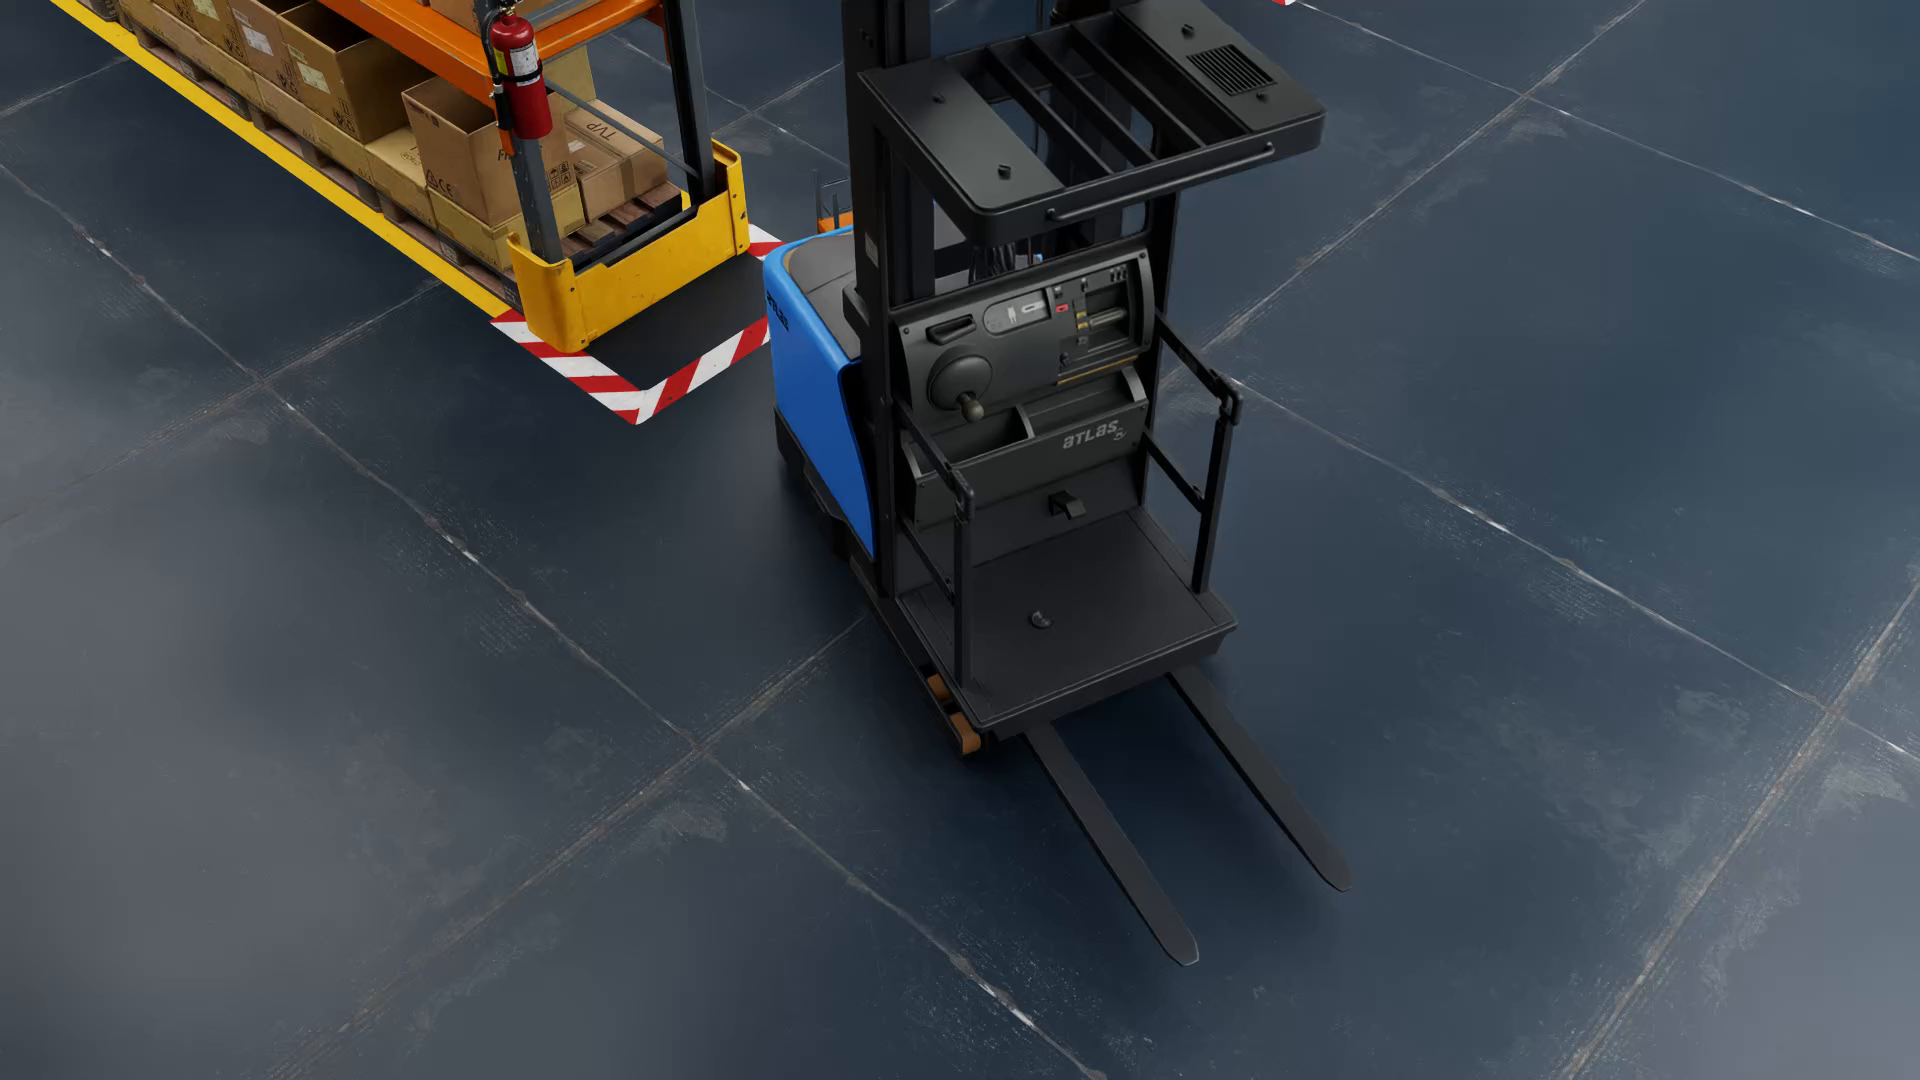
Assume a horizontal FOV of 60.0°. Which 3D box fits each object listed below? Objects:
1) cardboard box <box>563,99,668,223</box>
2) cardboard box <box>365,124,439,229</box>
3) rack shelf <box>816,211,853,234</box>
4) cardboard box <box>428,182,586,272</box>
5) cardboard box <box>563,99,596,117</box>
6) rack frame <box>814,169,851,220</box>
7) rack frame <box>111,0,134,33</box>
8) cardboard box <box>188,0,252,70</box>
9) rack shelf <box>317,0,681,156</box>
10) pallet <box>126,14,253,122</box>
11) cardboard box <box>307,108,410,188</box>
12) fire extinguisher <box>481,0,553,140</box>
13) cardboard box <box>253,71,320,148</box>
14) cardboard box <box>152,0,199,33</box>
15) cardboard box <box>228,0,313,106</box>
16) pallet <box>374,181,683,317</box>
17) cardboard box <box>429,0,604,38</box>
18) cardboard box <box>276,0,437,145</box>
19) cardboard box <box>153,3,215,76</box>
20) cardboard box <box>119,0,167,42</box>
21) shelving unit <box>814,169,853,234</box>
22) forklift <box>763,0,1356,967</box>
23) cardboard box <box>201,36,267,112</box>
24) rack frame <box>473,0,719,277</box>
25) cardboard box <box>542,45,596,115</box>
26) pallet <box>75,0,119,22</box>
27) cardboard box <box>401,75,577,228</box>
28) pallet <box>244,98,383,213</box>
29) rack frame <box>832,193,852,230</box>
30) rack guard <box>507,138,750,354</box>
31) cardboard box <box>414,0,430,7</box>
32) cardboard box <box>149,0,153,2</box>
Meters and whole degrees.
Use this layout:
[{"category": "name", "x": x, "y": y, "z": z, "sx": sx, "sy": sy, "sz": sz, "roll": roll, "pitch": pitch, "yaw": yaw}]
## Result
[{"category": "cardboard box", "x": -1.794, "y": -1.861, "z": 8.147, "sx": 0.500, "sy": 0.250, "sz": 0.500, "roll": 34, "pitch": 55, "yaw": 28}, {"category": "cardboard box", "x": -2.521, "y": -1.825, "z": 8.112, "sx": 0.500, "sy": 0.250, "sz": 0.500, "roll": 34, "pitch": 55, "yaw": 28}, {"category": "rack shelf", "x": -0.431, "y": -1.250, "z": 6.776, "sx": 0.258, "sy": 0.103, "sz": 0.180, "roll": -20, "pitch": 50, "yaw": -18}, {"category": "cardboard box", "x": -2.145, "y": -1.584, "z": 7.886, "sx": 0.500, "sy": 0.250, "sz": 0.500, "roll": 34, "pitch": 55, "yaw": 28}, {"category": "cardboard box", "x": -2.164, "y": -2.107, "z": 8.377, "sx": 0.500, "sy": 0.250, "sz": 0.500, "roll": 34, "pitch": 55, "yaw": 28}, {"category": "rack frame", "x": -0.472, "y": -1.093, "z": 7.062, "sx": 0.240, "sy": 1.200, "sz": 0.006, "roll": -20, "pitch": 50, "yaw": -18}, {"category": "rack frame", "x": -4.490, "y": -4.252, "z": 8.794, "sx": 0.127, "sy": 3.000, "sz": 1.000, "roll": 34, "pitch": 55, "yaw": 28}, {"category": "cardboard box", "x": -3.627, "y": -2.820, "z": 8.533, "sx": 0.500, "sy": 0.500, "sz": 0.500, "roll": 34, "pitch": 55, "yaw": 28}, {"category": "rack shelf", "x": -3.021, "y": -3.017, "z": 8.127, "sx": 4.000, "sy": 0.370, "sz": 1.077, "roll": 34, "pitch": 55, "yaw": 28}, {"category": "pallet", "x": -3.934, "y": -2.882, "z": 9.420, "sx": 1.213, "sy": 0.211, "sz": 1.003, "roll": 34, "pitch": 55, "yaw": 28}, {"category": "cardboard box", "x": -2.889, "y": -2.071, "z": 8.344, "sx": 0.500, "sy": 0.250, "sz": 0.500, "roll": 34, "pitch": 55, "yaw": 28}, {"category": "fire extinguisher", "x": -1.779, "y": -1.941, "z": 6.676, "sx": 0.183, "sy": 0.674, "sz": 0.296, "roll": 34, "pitch": 55, "yaw": 28}, {"category": "cardboard box", "x": -3.256, "y": -2.319, "z": 8.577, "sx": 0.500, "sy": 0.250, "sz": 0.500, "roll": 34, "pitch": 55, "yaw": 28}, {"category": "cardboard box", "x": -3.989, "y": -3.072, "z": 8.769, "sx": 0.500, "sy": 0.500, "sz": 0.500, "roll": 34, "pitch": 55, "yaw": 28}, {"category": "cardboard box", "x": -3.258, "y": -2.574, "z": 8.301, "sx": 0.500, "sy": 0.500, "sz": 0.500, "roll": 34, "pitch": 55, "yaw": 28}, {"category": "pallet", "x": -2.141, "y": -1.676, "z": 8.287, "sx": 1.213, "sy": 0.211, "sz": 1.003, "roll": 34, "pitch": 55, "yaw": 28}, {"category": "cardboard box", "x": -1.885, "y": -2.546, "z": 7.123, "sx": 0.500, "sy": 0.500, "sz": 0.700, "roll": 34, "pitch": 55, "yaw": 28}, {"category": "cardboard box", "x": -2.892, "y": -2.326, "z": 8.069, "sx": 0.500, "sy": 0.500, "sz": 0.500, "roll": 34, "pitch": 55, "yaw": 28}, {"category": "cardboard box", "x": -3.991, "y": -2.813, "z": 9.040, "sx": 0.500, "sy": 0.250, "sz": 0.500, "roll": 34, "pitch": 55, "yaw": 28}, {"category": "cardboard box", "x": -4.355, "y": -3.063, "z": 9.275, "sx": 0.500, "sy": 0.250, "sz": 0.500, "roll": 34, "pitch": 55, "yaw": 28}, {"category": "shelving unit", "x": -0.431, "y": -1.034, "z": 7.006, "sx": 0.258, "sy": 1.200, "sz": 0.189, "roll": -20, "pitch": 50, "yaw": -18}, {"category": "forklift", "x": 0.329, "y": -0.589, "z": 5.401, "sx": 1.130, "sy": 2.935, "sz": 3.031, "roll": -20, "pitch": 50, "yaw": -18}, {"category": "cardboard box", "x": -3.627, "y": -2.563, "z": 8.806, "sx": 0.500, "sy": 0.250, "sz": 0.500, "roll": 34, "pitch": 55, "yaw": 28}, {"category": "rack frame", "x": -1.551, "y": -2.275, "z": 6.937, "sx": 0.127, "sy": 3.000, "sz": 1.000, "roll": 34, "pitch": 55, "yaw": 28}, {"category": "cardboard box", "x": -2.163, "y": -2.364, "z": 8.105, "sx": 0.500, "sy": 0.500, "sz": 0.500, "roll": 34, "pitch": 55, "yaw": 28}, {"category": "pallet", "x": -5.058, "y": -3.641, "z": 10.133, "sx": 1.213, "sy": 0.211, "sz": 1.003, "roll": 34, "pitch": 55, "yaw": 28}, {"category": "cardboard box", "x": -2.147, "y": -1.840, "z": 7.612, "sx": 0.500, "sy": 0.500, "sz": 0.500, "roll": 34, "pitch": 55, "yaw": 28}, {"category": "pallet", "x": -3.033, "y": -2.279, "z": 8.853, "sx": 1.213, "sy": 0.211, "sz": 1.003, "roll": 34, "pitch": 55, "yaw": 28}, {"category": "rack frame", "x": -0.390, "y": -0.974, "z": 6.950, "sx": 0.240, "sy": 1.200, "sz": 0.006, "roll": -20, "pitch": 50, "yaw": -18}, {"category": "rack guard", "x": -1.533, "y": -1.407, "z": 7.837, "sx": 0.348, "sy": 0.500, "sz": 1.175, "roll": 34, "pitch": 55, "yaw": 28}, {"category": "cardboard box", "x": -2.274, "y": -2.804, "z": 7.365, "sx": 0.500, "sy": 0.500, "sz": 0.700, "roll": 35, "pitch": 56, "yaw": 29}, {"category": "cardboard box", "x": -4.362, "y": -3.315, "z": 8.997, "sx": 0.500, "sy": 0.500, "sz": 0.500, "roll": 34, "pitch": 55, "yaw": 28}]
